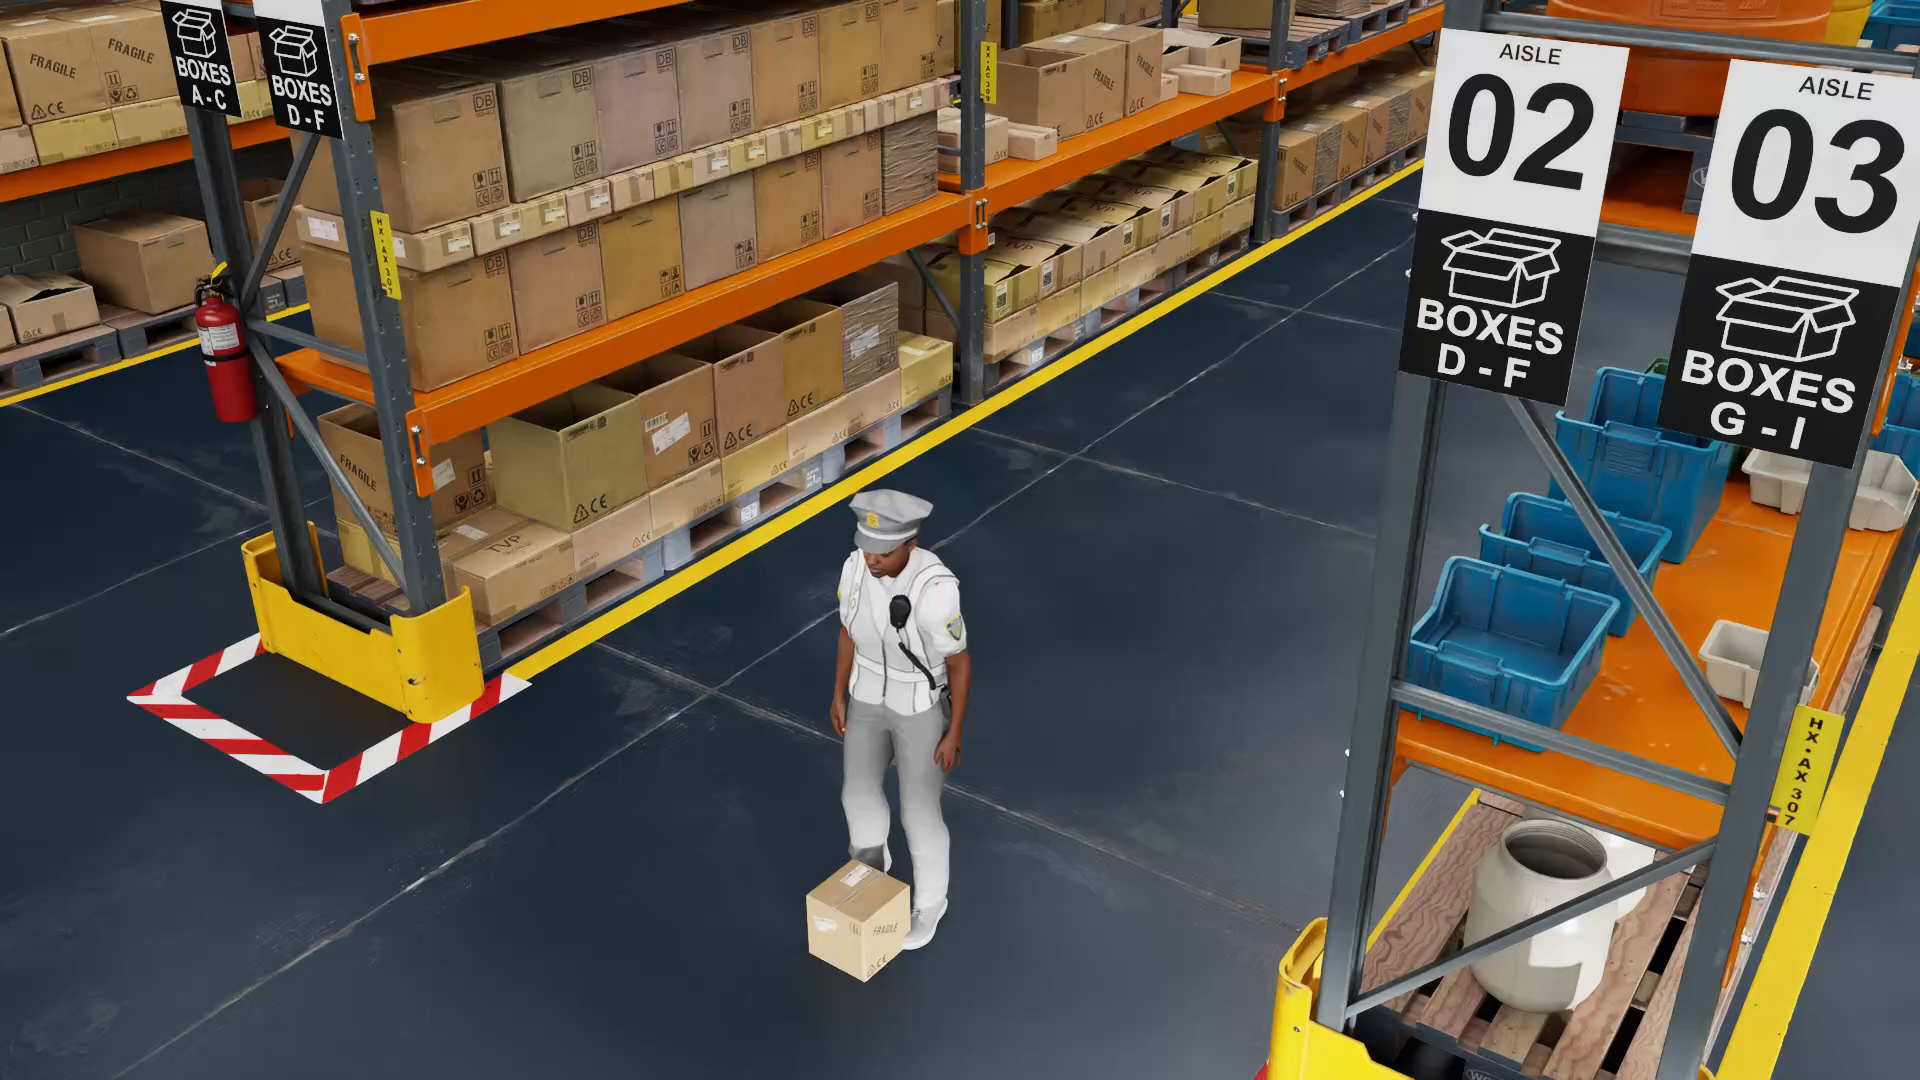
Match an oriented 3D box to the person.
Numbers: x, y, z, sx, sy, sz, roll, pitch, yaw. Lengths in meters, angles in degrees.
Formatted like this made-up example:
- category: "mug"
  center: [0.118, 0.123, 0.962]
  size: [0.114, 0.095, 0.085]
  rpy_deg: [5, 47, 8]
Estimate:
- category: "person"
  center: [-0.216, 0.570, 5.503]
  size: [0.530, 1.660, 0.398]
  rpy_deg: [15, 31, 27]
